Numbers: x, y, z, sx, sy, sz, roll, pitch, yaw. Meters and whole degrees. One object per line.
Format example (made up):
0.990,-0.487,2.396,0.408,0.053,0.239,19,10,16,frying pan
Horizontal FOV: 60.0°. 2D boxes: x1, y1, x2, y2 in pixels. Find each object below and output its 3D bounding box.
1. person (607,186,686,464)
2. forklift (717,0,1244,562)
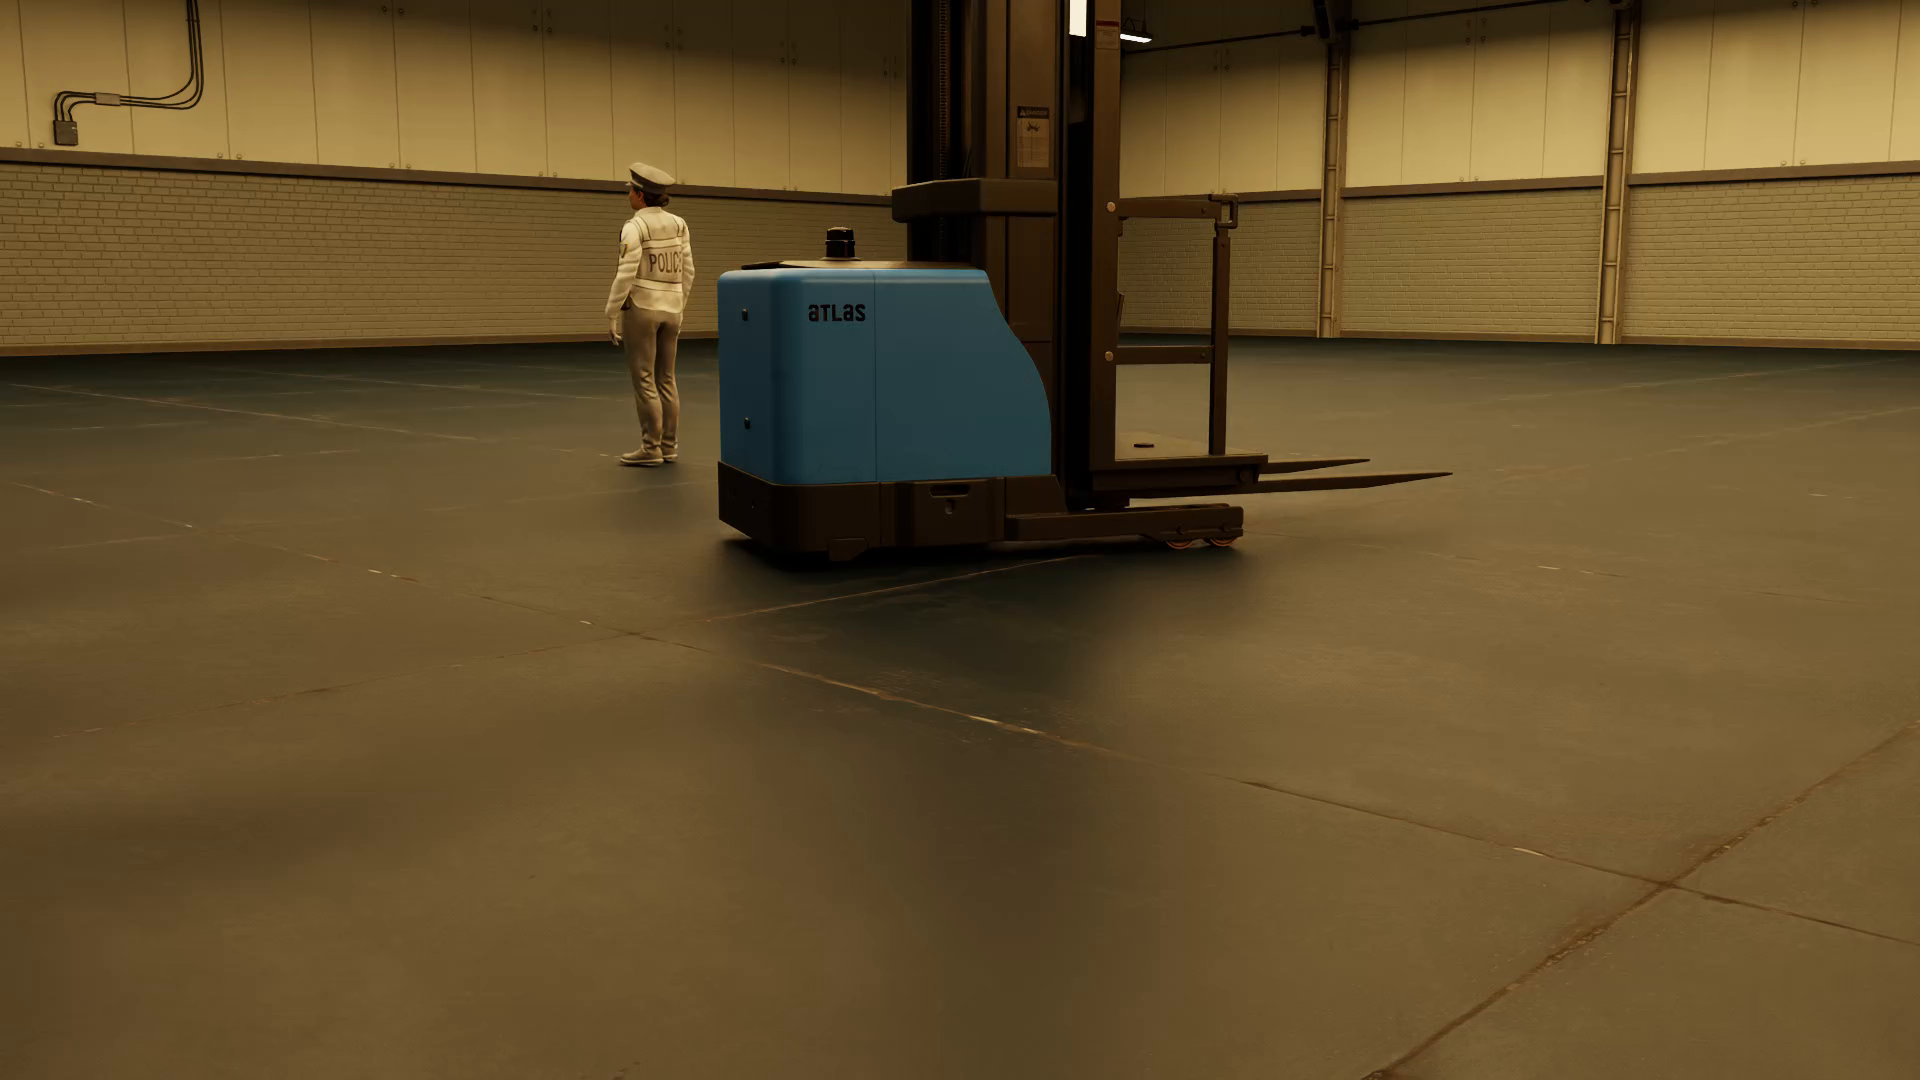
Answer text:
-1.815,-1.252,9.471,0.488,1.640,0.569,6,11,37,person
0.074,-1.422,6.532,1.939,2.867,1.129,-3,9,-21,forklift
